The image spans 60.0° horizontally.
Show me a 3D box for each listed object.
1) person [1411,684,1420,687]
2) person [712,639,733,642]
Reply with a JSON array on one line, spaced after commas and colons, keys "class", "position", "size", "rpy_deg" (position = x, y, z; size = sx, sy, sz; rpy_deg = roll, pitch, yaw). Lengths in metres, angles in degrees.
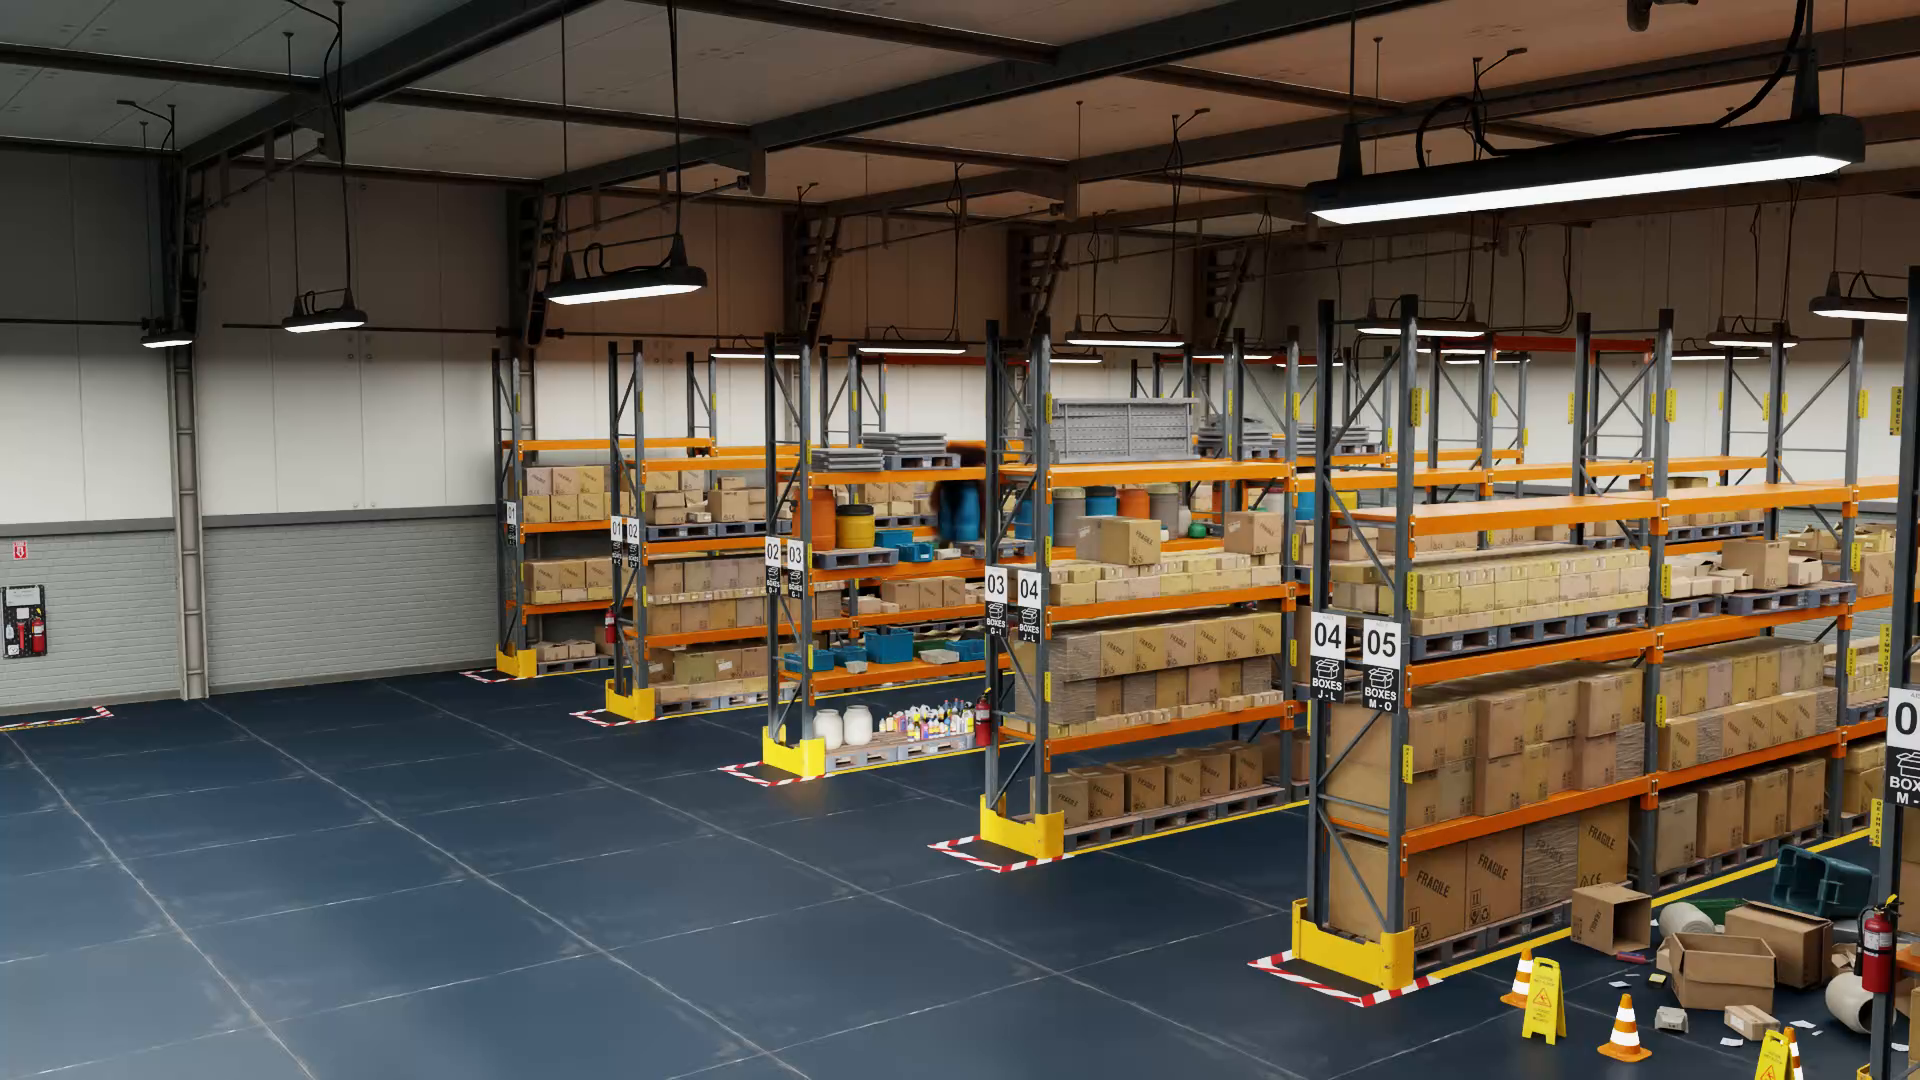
[{"class": "person", "position": [5.457, 2.517, 20.388], "size": [0.547, 1.715, 0.529], "rpy_deg": [-4, 6, -39]}, {"class": "person", "position": [-4.198, 1.802, 29.445], "size": [0.604, 1.584, 0.598], "rpy_deg": [0, 5, -4]}]
